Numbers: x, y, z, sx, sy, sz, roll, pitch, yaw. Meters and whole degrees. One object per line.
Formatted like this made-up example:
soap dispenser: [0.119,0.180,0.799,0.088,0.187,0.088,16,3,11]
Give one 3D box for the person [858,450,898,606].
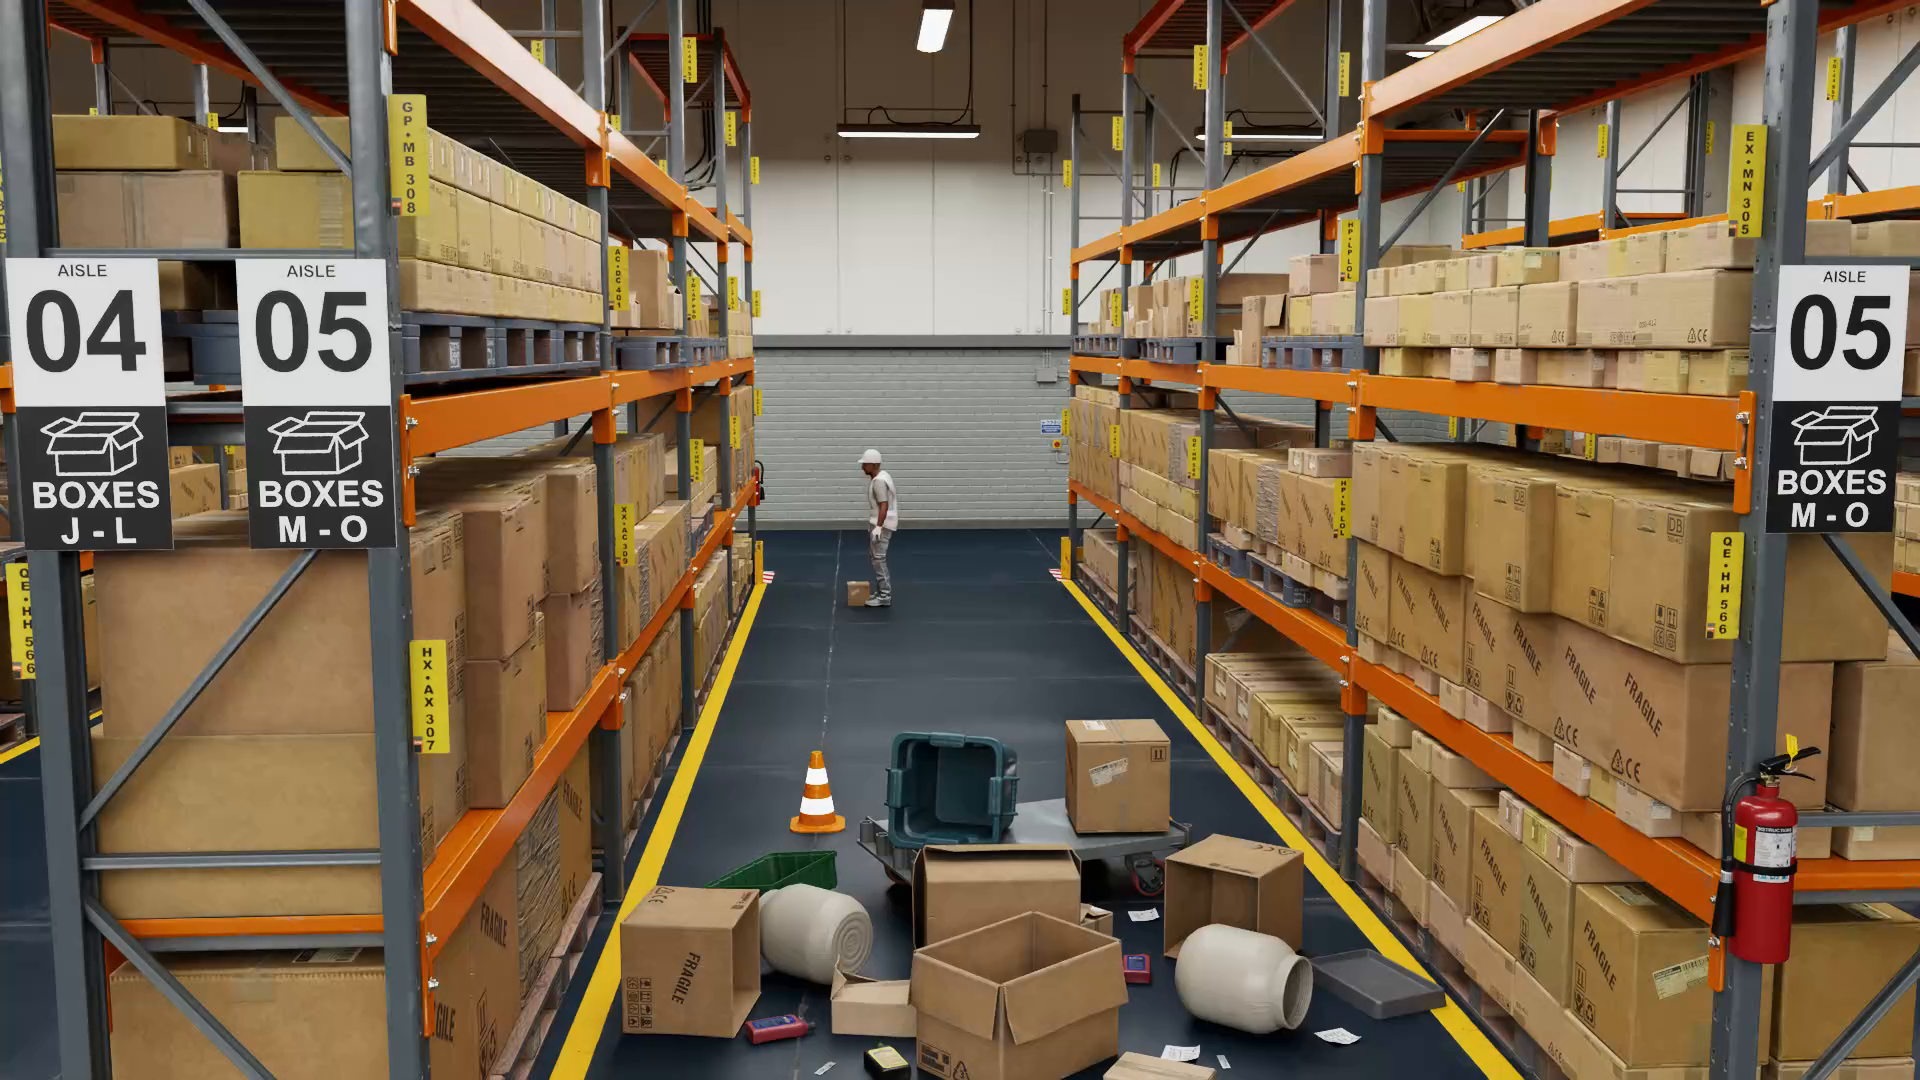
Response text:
person: [-0.934,-0.143,18.906,0.453,1.773,0.629,-1,7,-5]
